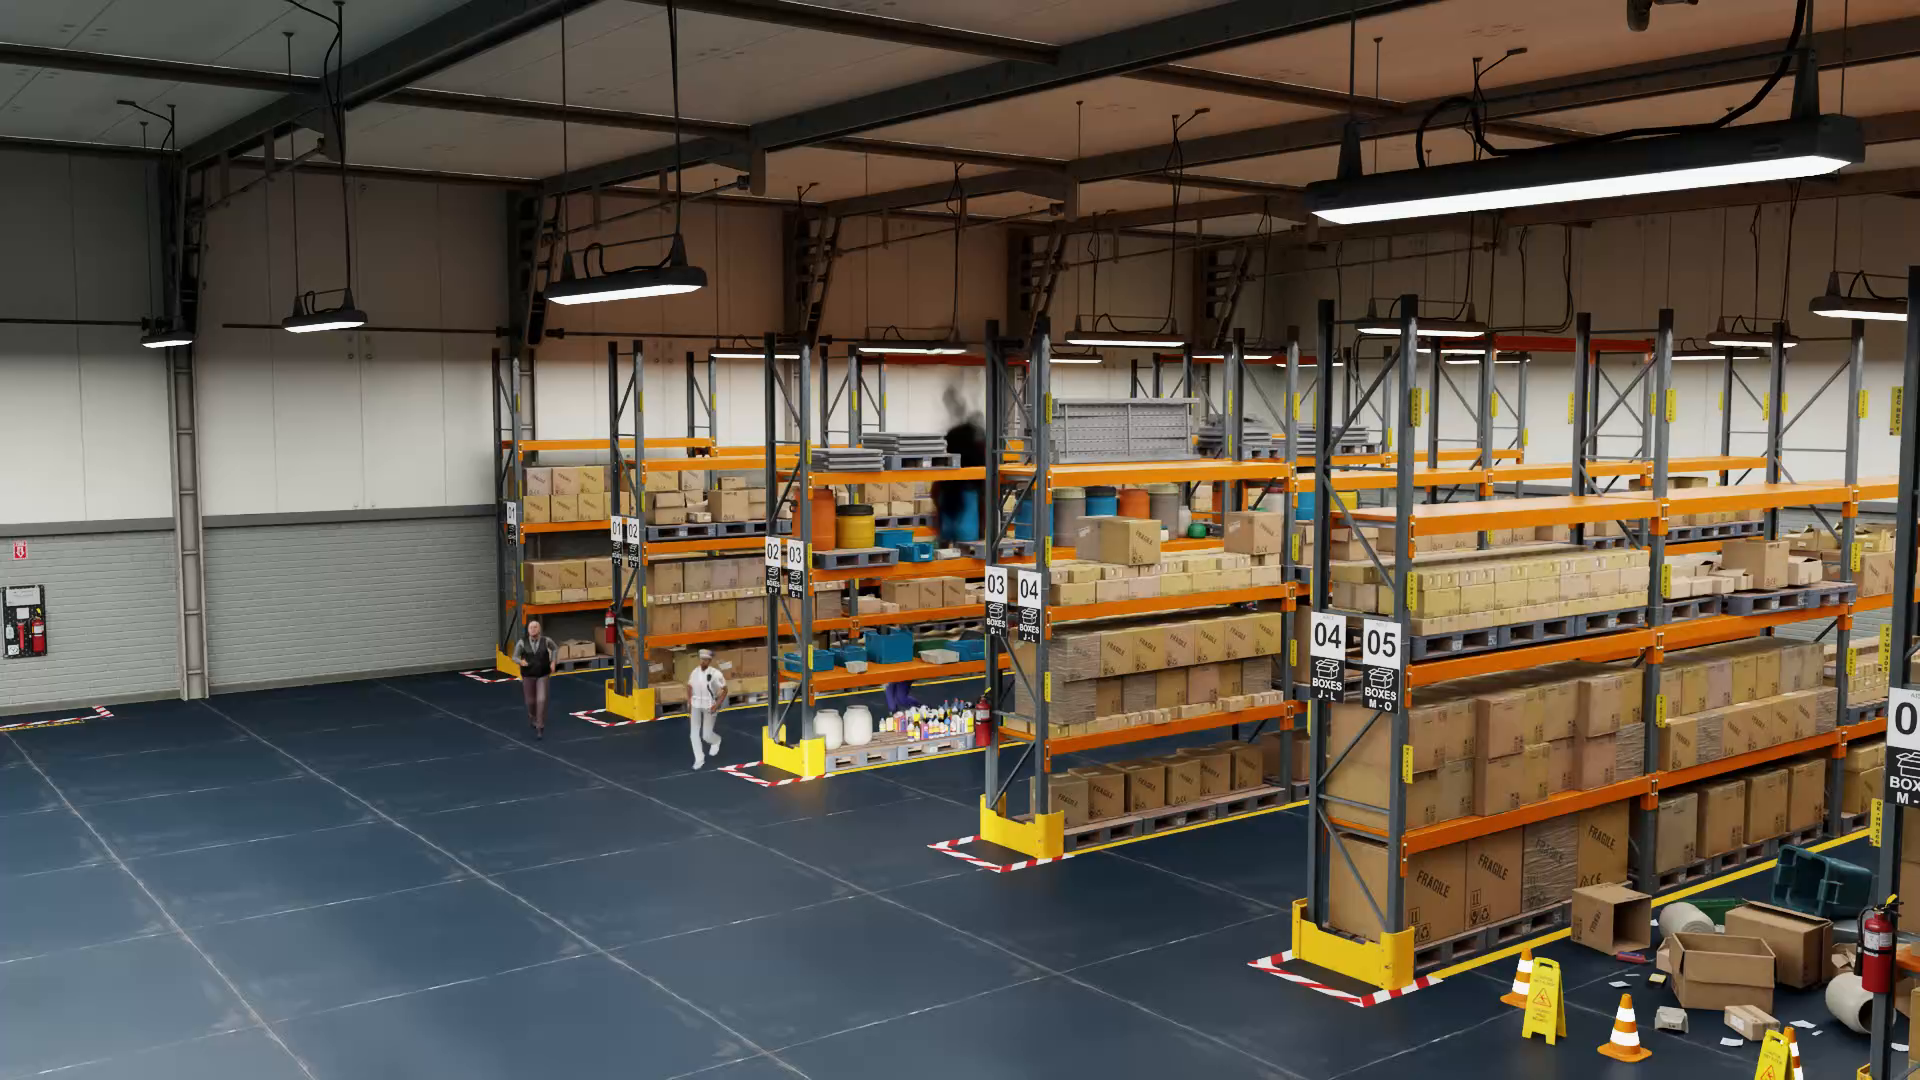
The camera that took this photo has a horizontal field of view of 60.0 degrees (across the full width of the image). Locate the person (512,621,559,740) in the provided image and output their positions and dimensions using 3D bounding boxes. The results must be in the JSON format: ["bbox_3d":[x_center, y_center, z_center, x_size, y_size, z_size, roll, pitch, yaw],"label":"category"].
[{"bbox_3d":[-6.411,2.081,25.102,0.676,1.733,0.968,-1,5,-10],"label":"person"}]

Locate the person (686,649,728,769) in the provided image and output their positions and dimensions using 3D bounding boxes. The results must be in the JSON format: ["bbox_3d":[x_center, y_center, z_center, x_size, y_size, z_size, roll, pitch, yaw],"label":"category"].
[{"bbox_3d":[-3.523,2.323,23.186,0.613,1.667,0.634,1,5,13],"label":"person"}]

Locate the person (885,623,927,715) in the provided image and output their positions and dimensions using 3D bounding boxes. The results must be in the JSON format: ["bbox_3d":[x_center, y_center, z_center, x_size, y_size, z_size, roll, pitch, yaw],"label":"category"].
[{"bbox_3d":[-0.884,2.193,25.783,0.726,1.446,0.613,-4,6,-36],"label":"person"}]
